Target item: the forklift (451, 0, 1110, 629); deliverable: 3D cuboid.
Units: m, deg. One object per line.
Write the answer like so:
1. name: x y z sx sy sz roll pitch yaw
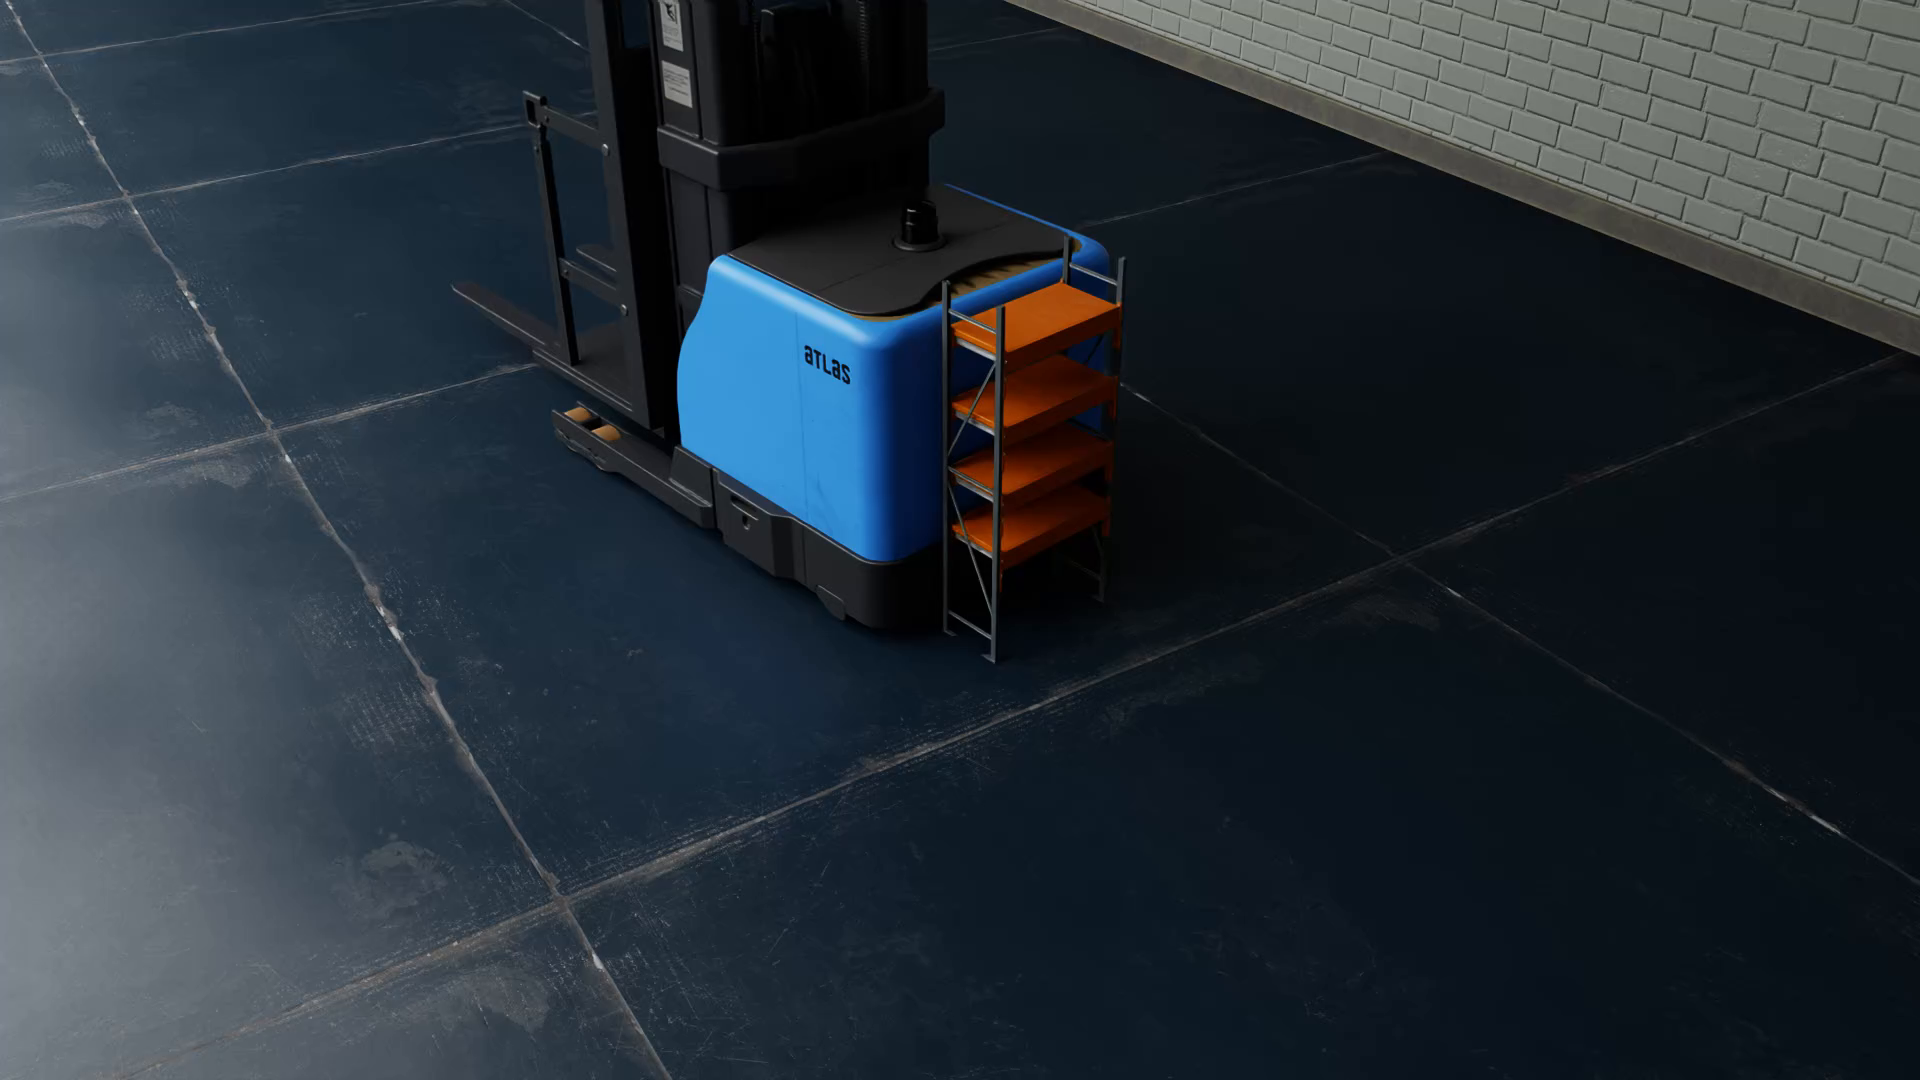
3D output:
1. forklift: -0.883 -1.660 5.635 1.130 2.935 3.031 -26 41 -35

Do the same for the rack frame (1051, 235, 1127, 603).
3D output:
1. rack frame: 0.393 -0.349 5.177 0.015 1.200 0.240 -26 41 -35

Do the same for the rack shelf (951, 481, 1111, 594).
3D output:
1. rack shelf: 0.213 -0.036 5.179 0.480 0.148 0.258 -26 41 -35

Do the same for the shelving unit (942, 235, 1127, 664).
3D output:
1. shelving unit: 0.214 -0.260 5.037 0.503 1.200 0.258 -26 41 -35

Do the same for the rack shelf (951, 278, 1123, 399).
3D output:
1. rack shelf: 0.215 -0.592 4.826 0.480 0.148 0.258 -26 41 -35

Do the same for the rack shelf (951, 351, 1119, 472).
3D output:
1. rack shelf: 0.214 -0.392 4.953 0.480 0.148 0.258 -26 41 -35

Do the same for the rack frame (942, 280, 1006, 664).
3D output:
1. rack frame: 0.035 -0.172 4.896 0.015 1.200 0.240 -26 41 -35

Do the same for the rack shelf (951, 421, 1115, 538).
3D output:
1. rack shelf: 0.213 -0.204 5.073 0.480 0.148 0.258 -26 41 -35
